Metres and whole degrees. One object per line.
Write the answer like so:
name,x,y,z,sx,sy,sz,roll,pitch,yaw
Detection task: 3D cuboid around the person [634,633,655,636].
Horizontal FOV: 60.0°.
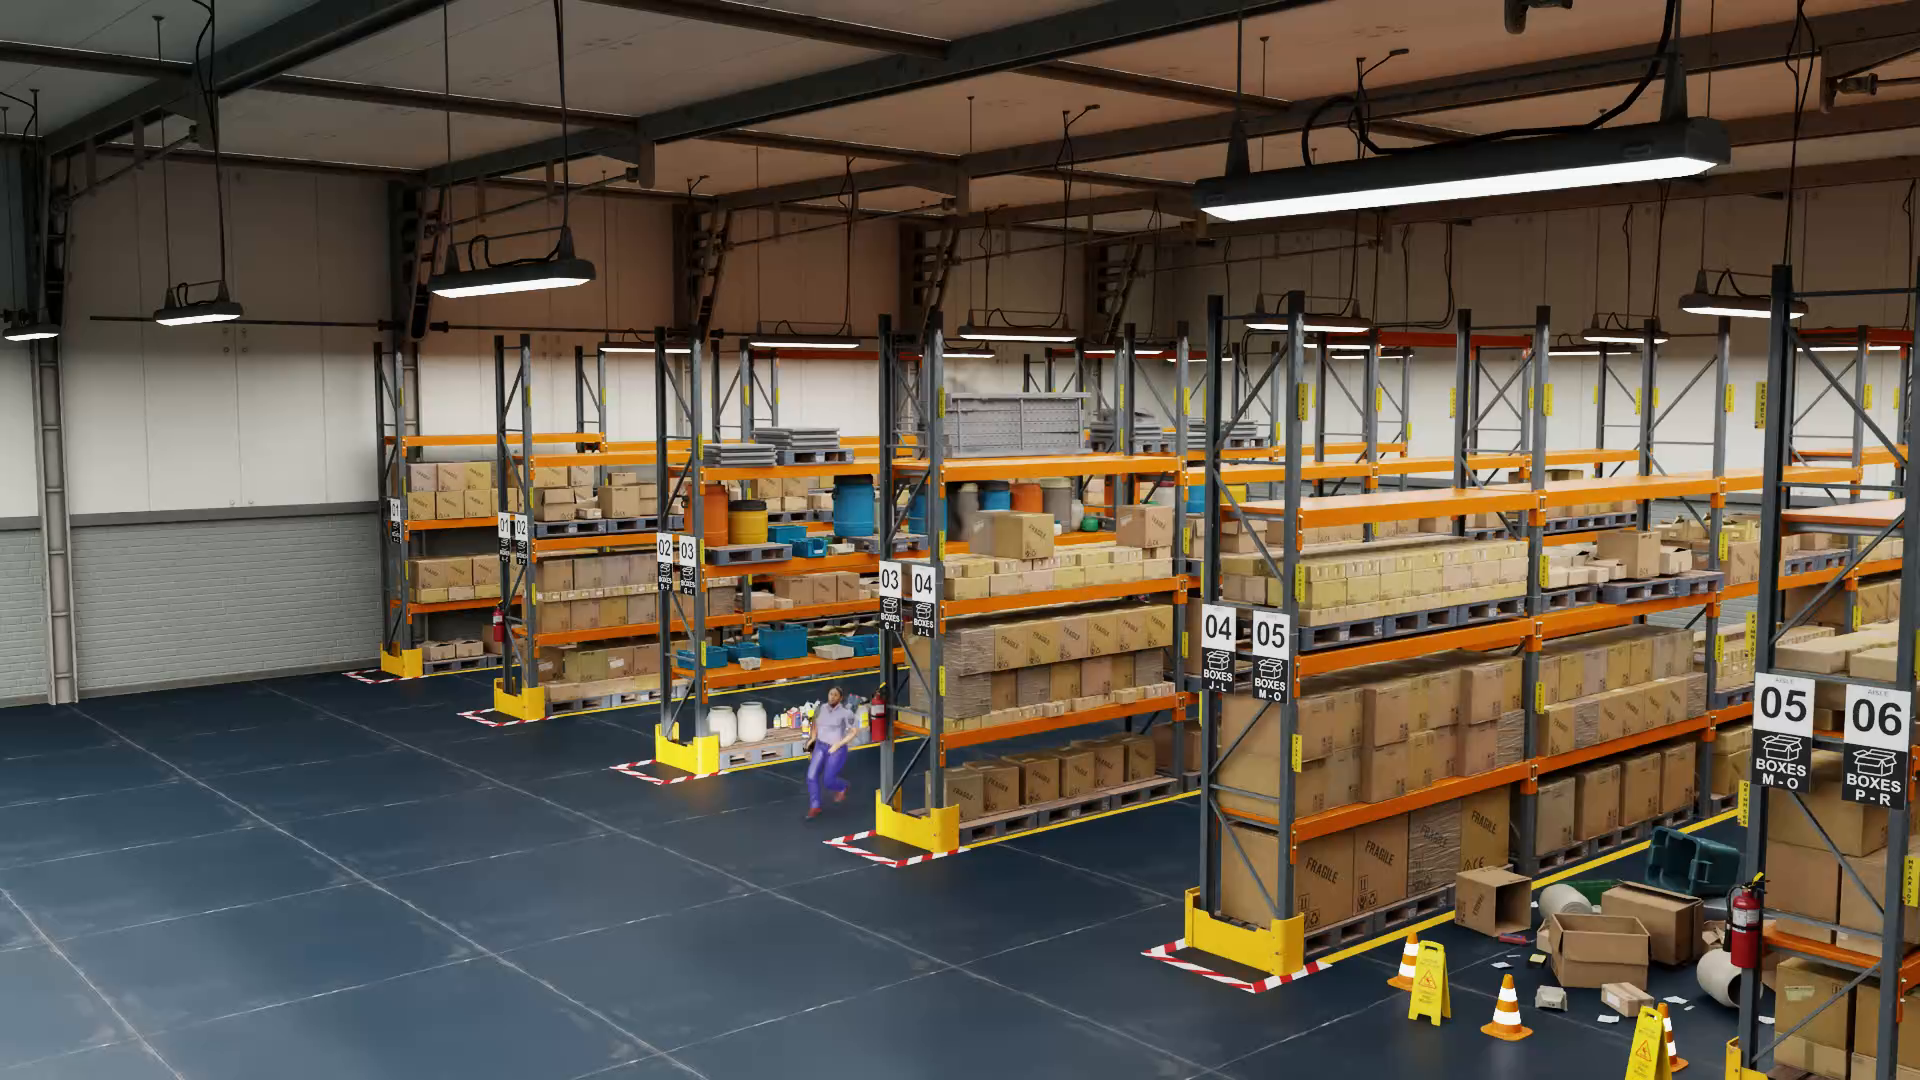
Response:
person,-5.639,1.607,29.901,0.588,1.669,0.815,5,7,41

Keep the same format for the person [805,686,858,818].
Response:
person,-1.528,2.562,20.186,0.647,1.611,0.683,3,6,30
